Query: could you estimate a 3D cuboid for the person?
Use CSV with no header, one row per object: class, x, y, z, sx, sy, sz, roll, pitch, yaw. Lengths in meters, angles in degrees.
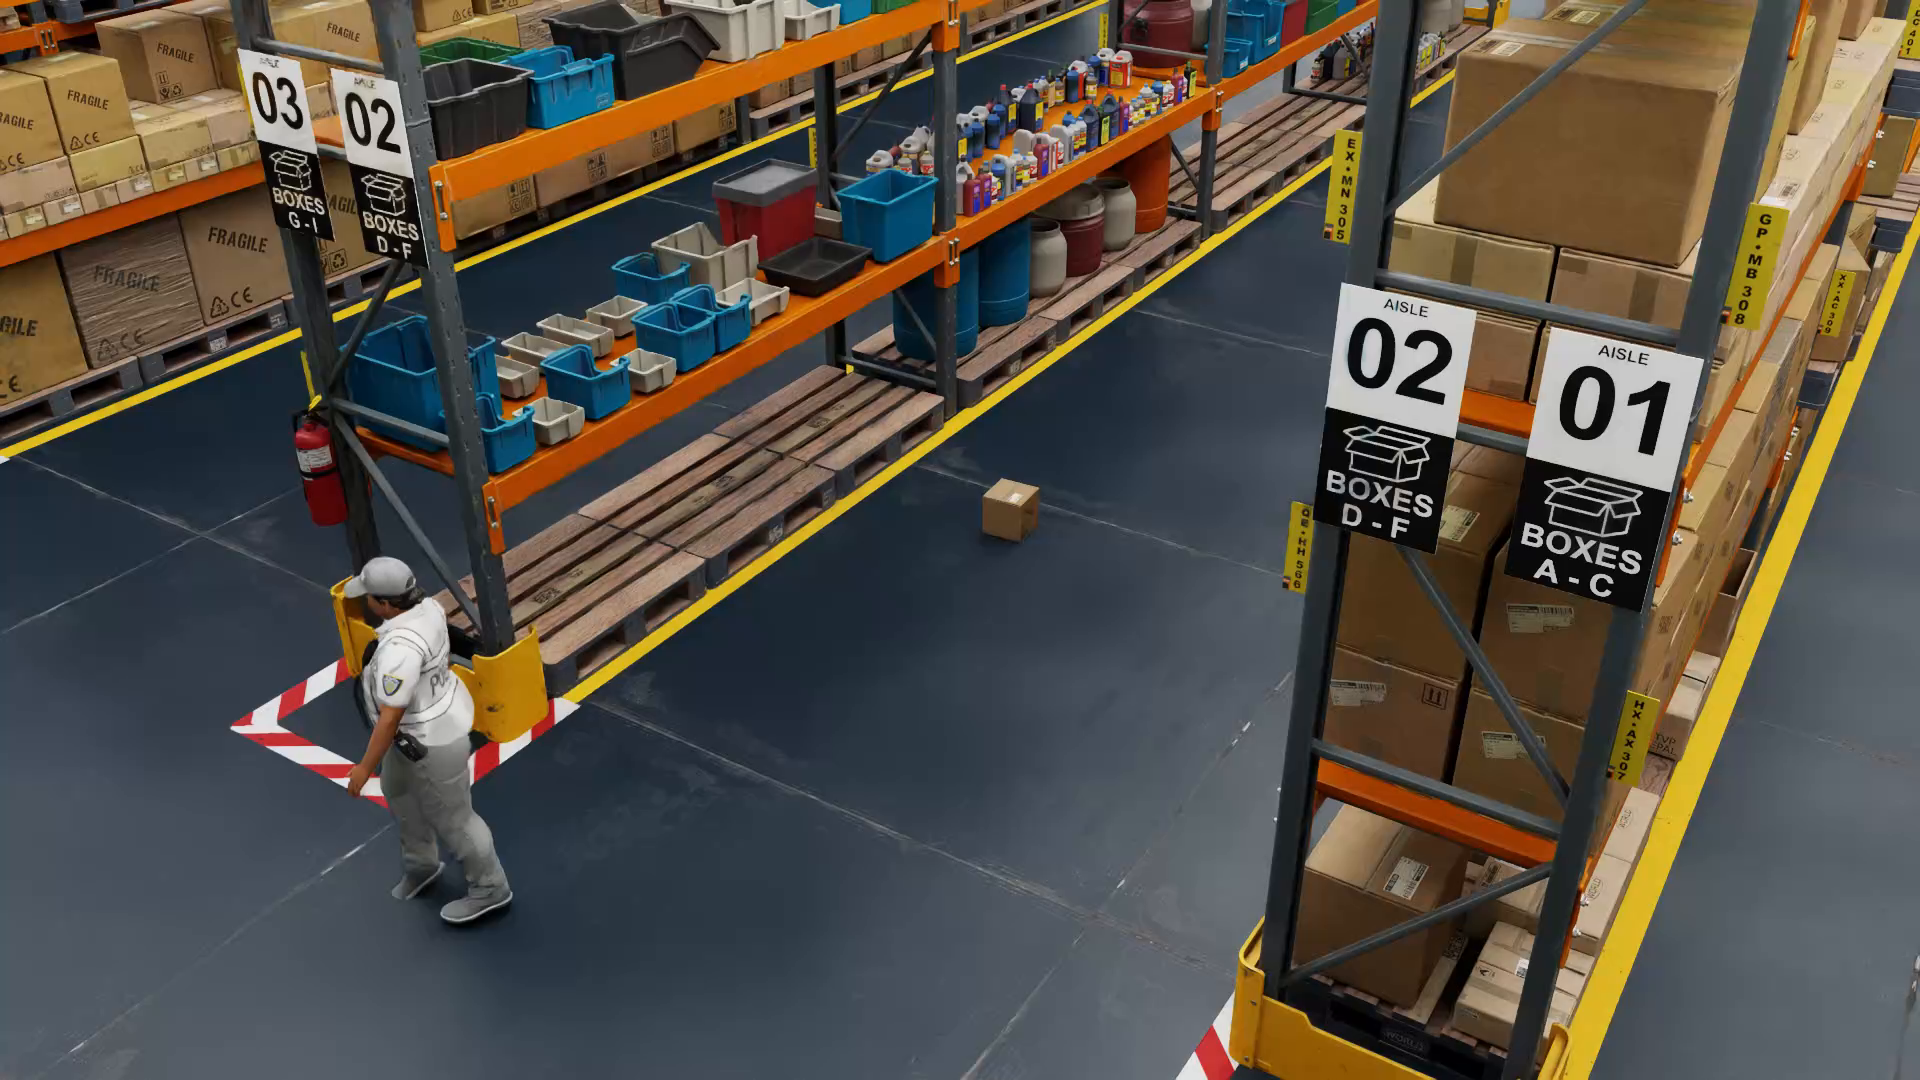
person,-2.206,0.844,6.802,0.562,1.731,0.553,-4,31,-6
